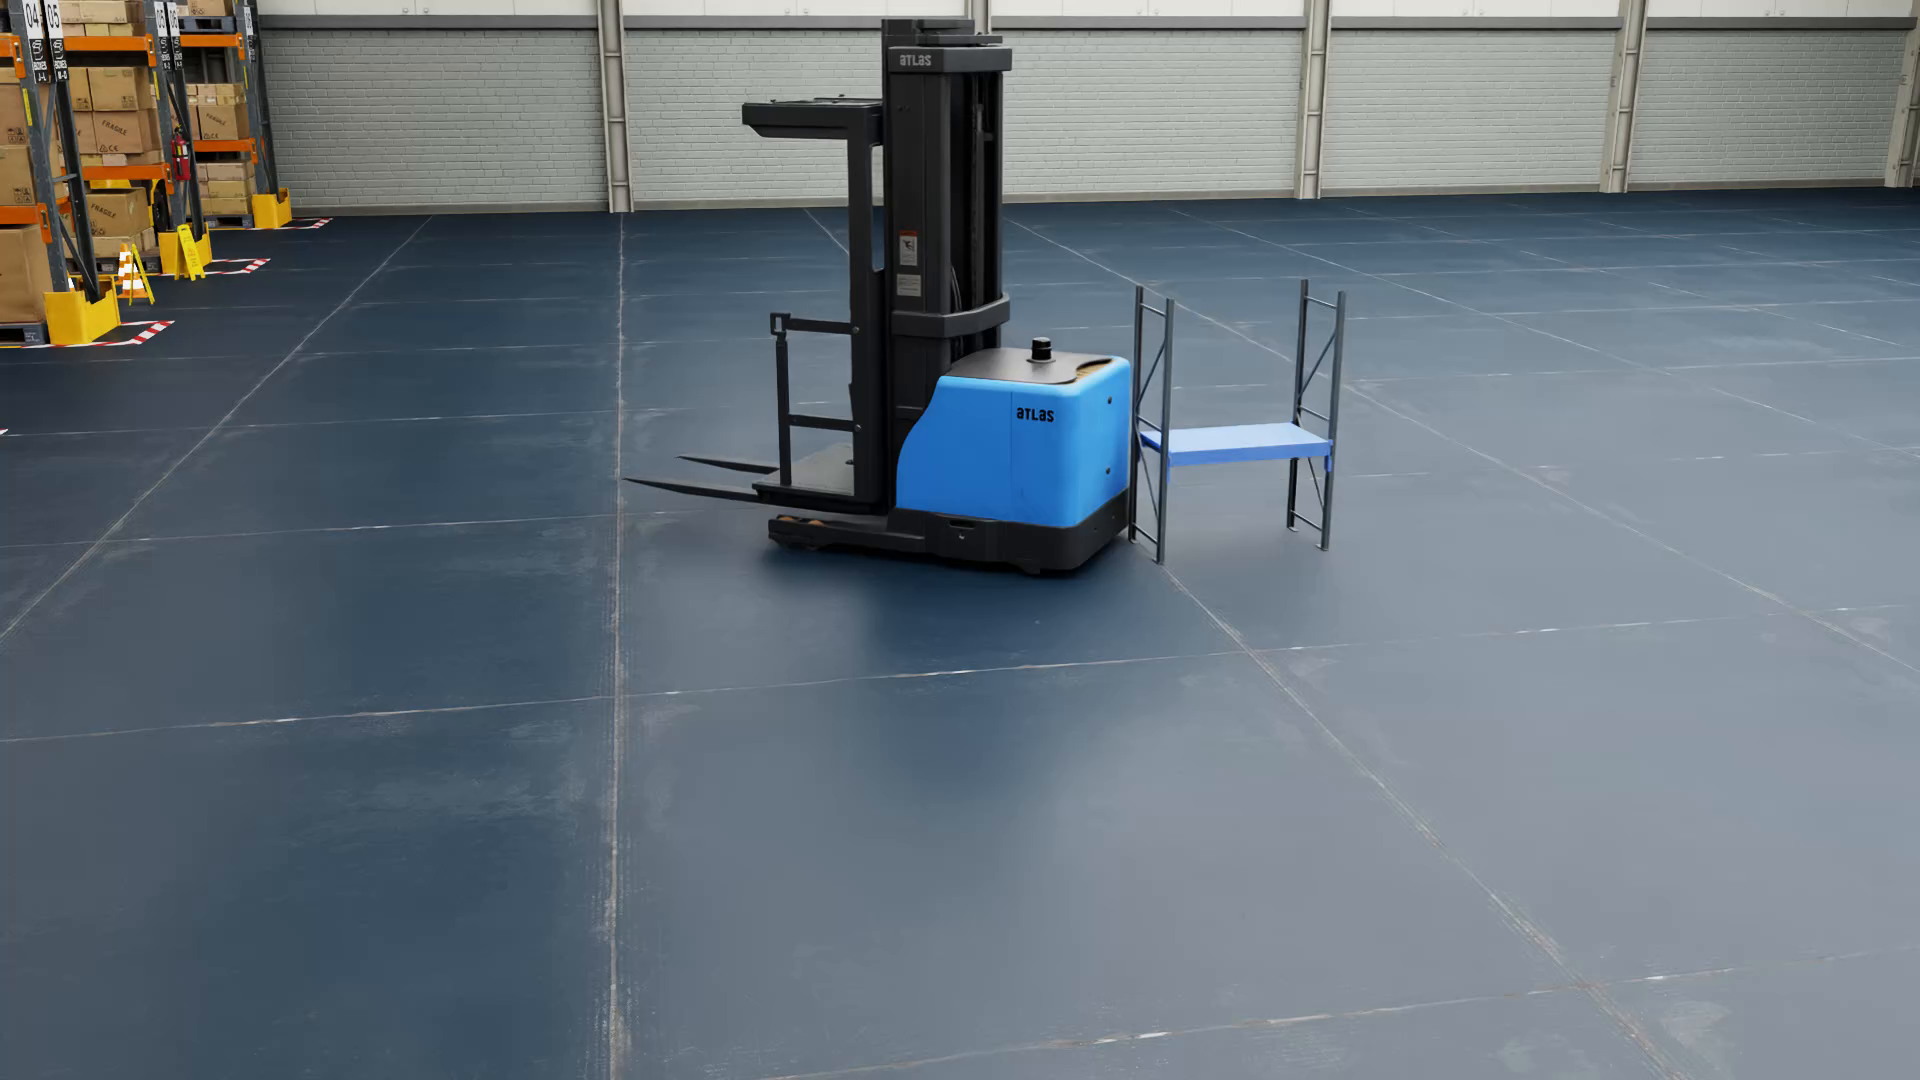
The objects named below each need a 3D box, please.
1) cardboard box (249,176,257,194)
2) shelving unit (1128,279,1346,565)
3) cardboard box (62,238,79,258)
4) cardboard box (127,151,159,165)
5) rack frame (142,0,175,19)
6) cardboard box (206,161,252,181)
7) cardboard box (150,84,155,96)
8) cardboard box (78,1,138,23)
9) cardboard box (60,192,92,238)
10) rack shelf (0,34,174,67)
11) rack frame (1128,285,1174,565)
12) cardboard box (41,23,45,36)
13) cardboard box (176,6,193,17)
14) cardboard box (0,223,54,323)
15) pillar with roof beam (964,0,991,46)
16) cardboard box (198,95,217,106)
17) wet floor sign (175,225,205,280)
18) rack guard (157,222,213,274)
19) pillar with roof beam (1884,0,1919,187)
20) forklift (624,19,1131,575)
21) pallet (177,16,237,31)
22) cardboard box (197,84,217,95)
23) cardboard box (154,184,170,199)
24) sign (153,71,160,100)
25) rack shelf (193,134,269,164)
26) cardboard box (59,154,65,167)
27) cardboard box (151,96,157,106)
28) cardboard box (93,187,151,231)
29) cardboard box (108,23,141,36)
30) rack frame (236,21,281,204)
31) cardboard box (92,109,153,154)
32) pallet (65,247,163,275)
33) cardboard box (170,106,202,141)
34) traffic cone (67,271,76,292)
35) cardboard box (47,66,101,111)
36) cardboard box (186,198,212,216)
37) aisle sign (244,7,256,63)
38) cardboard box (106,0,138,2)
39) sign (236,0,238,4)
[{"bbox_3d":[-11.132,-5.475,25.644,0.500,0.250,0.500,-3,17,-9],"label":"cardboard box"},{"bbox_3d":[1.561,-0.686,9.489,1.048,1.500,0.538,-4,18,-14],"label":"shelving unit"},{"bbox_3d":[-10.939,-3.622,20.464,0.500,0.250,0.500,-3,17,-10],"label":"cardboard box"},{"bbox_3d":[-10.013,-4.683,20.376,0.250,0.149,0.380,-3,17,-9],"label":"cardboard box"},{"bbox_3d":[-9.686,-7.753,19.727,0.127,3.000,1.000,-3,17,-10],"label":"rack frame"},{"bbox_3d":[-11.024,-5.565,25.085,0.500,0.250,0.500,-3,17,-9],"label":"cardboard box"},{"bbox_3d":[-11.924,-6.651,24.576,0.250,0.149,0.380,-3,17,-9],"label":"cardboard box"},{"bbox_3d":[-10.137,-6.283,19.800,0.500,0.250,0.500,-3,17,-11],"label":"cardboard box"},{"bbox_3d":[-10.935,-3.980,20.352,0.500,0.500,0.500,-3,17,-8],"label":"cardboard box"},{"bbox_3d":[-11.650,-5.864,19.910,4.000,0.370,1.077,-3,17,-10],"label":"rack shelf"},{"bbox_3d":[1.070,-0.647,9.363,0.032,1.500,0.500,-4,18,-14],"label":"rack frame"},{"bbox_3d":[-10.750,-6.075,19.801,0.250,0.149,0.380,-3,17,-10],"label":"cardboard box"},{"bbox_3d":[-11.387,-7.744,24.351,0.250,0.149,0.380,-4,17,-12],"label":"cardboard box"},{"bbox_3d":[-9.301,-2.592,16.045,0.875,0.875,0.875,-3,17,-10],"label":"cardboard box"},{"bbox_3d":[1.113,-8.832,23.240,0.400,9.000,9.100,-3,17,-10],"label":"pillar with roof beam"},{"bbox_3d":[-11.164,-6.551,24.756,0.250,0.149,0.380,-3,17,-10],"label":"cardboard box"},{"bbox_3d":[-9.296,-3.462,19.984,0.232,0.644,0.267,3,17,9],"label":"wet floor sign"},{"bbox_3d":[-9.761,-3.686,20.961,0.348,0.500,1.175,-3,17,-10],"label":"rack guard"},{"bbox_3d":[18.786,-9.835,26.504,0.400,9.000,9.100,-3,17,-10],"label":"pillar with roof beam"},{"bbox_3d":[-0.565,-1.479,9.636,3.031,2.935,1.130,7,19,23],"label":"forklift"},{"bbox_3d":[-11.330,-7.676,24.734,1.213,0.211,1.003,-3,17,-10],"label":"pallet"},{"bbox_3d":[-11.179,-6.712,24.776,0.250,0.149,0.380,-3,17,-10],"label":"cardboard box"},{"bbox_3d":[-12.047,-5.264,24.959,0.500,0.250,0.500,-4,17,-12],"label":"cardboard box"},{"bbox_3d":[-9.600,-5.429,19.867,0.005,0.325,0.100,-3,17,-10],"label":"sign"},{"bbox_3d":[-12.595,-5.861,25.009,4.000,0.370,1.077,-3,17,-10],"label":"rack shelf"},{"bbox_3d":[-10.743,-4.605,20.125,0.250,0.149,0.380,-3,17,-9],"label":"cardboard box"},{"bbox_3d":[-11.929,-6.515,24.639,0.250,0.149,0.380,-4,17,-12],"label":"cardboard box"},{"bbox_3d":[-10.554,-4.163,20.948,0.500,0.500,0.500,-4,17,-12],"label":"cardboard box"},{"bbox_3d":[-9.983,-6.098,19.877,0.250,0.149,0.380,-3,17,-10],"label":"cardboard box"},{"bbox_3d":[-10.631,-6.316,25.266,0.127,3.000,1.000,-3,17,-10],"label":"rack frame"},{"bbox_3d":[-10.167,-4.965,20.192,0.500,0.500,0.500,-4,17,-11],"label":"cardboard box"},{"bbox_3d":[-10.565,-3.513,20.889,1.213,0.211,1.003,-3,17,-10],"label":"pallet"},{"bbox_3d":[-11.576,-6.234,24.830,0.500,0.500,0.500,-3,17,-9],"label":"cardboard box"},{"bbox_3d":[-9.439,-2.631,17.589,0.334,0.463,0.336,-3,17,-10],"label":"traffic cone"},{"bbox_3d":[-10.644,-5.436,20.020,0.500,0.500,0.700,-3,17,-10],"label":"cardboard box"},{"bbox_3d":[-11.523,-5.060,25.145,0.500,0.250,0.500,-3,17,-10],"label":"cardboard box"},{"bbox_3d":[-10.511,-7.477,24.620,0.004,0.787,0.394,-3,17,-10],"label":"aisle sign"},{"bbox_3d":[-9.962,-6.476,19.749,0.250,0.149,0.380,-3,17,-10],"label":"cardboard box"},{"bbox_3d":[-10.542,-7.978,24.195,0.005,0.325,0.100,-3,17,-10],"label":"sign"}]
